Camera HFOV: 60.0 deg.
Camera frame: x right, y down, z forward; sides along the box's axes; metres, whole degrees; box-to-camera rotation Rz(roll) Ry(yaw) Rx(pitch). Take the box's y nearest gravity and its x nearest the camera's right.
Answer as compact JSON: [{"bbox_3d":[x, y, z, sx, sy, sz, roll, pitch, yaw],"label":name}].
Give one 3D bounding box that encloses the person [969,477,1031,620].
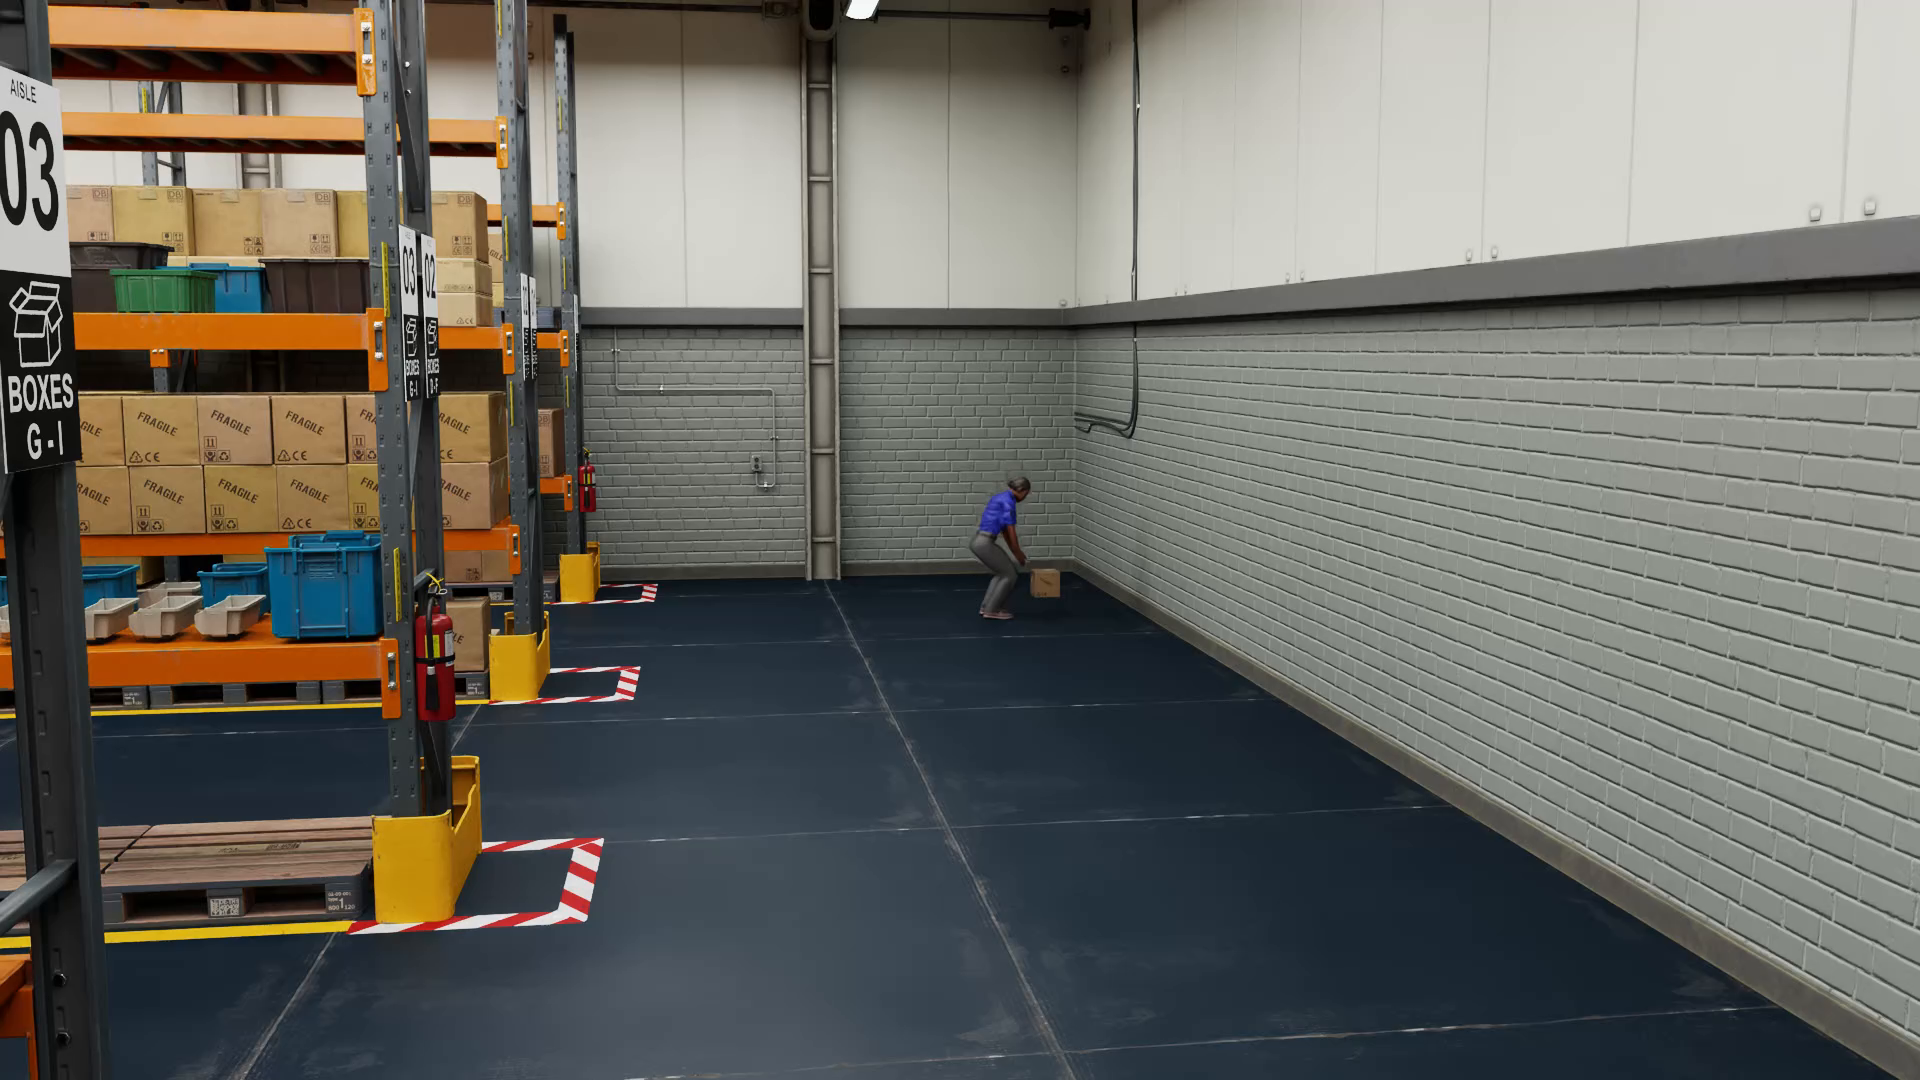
[{"bbox_3d":[0.394,0.073,16.444,0.617,1.390,0.495,-1,7,-8],"label":"person"}]
